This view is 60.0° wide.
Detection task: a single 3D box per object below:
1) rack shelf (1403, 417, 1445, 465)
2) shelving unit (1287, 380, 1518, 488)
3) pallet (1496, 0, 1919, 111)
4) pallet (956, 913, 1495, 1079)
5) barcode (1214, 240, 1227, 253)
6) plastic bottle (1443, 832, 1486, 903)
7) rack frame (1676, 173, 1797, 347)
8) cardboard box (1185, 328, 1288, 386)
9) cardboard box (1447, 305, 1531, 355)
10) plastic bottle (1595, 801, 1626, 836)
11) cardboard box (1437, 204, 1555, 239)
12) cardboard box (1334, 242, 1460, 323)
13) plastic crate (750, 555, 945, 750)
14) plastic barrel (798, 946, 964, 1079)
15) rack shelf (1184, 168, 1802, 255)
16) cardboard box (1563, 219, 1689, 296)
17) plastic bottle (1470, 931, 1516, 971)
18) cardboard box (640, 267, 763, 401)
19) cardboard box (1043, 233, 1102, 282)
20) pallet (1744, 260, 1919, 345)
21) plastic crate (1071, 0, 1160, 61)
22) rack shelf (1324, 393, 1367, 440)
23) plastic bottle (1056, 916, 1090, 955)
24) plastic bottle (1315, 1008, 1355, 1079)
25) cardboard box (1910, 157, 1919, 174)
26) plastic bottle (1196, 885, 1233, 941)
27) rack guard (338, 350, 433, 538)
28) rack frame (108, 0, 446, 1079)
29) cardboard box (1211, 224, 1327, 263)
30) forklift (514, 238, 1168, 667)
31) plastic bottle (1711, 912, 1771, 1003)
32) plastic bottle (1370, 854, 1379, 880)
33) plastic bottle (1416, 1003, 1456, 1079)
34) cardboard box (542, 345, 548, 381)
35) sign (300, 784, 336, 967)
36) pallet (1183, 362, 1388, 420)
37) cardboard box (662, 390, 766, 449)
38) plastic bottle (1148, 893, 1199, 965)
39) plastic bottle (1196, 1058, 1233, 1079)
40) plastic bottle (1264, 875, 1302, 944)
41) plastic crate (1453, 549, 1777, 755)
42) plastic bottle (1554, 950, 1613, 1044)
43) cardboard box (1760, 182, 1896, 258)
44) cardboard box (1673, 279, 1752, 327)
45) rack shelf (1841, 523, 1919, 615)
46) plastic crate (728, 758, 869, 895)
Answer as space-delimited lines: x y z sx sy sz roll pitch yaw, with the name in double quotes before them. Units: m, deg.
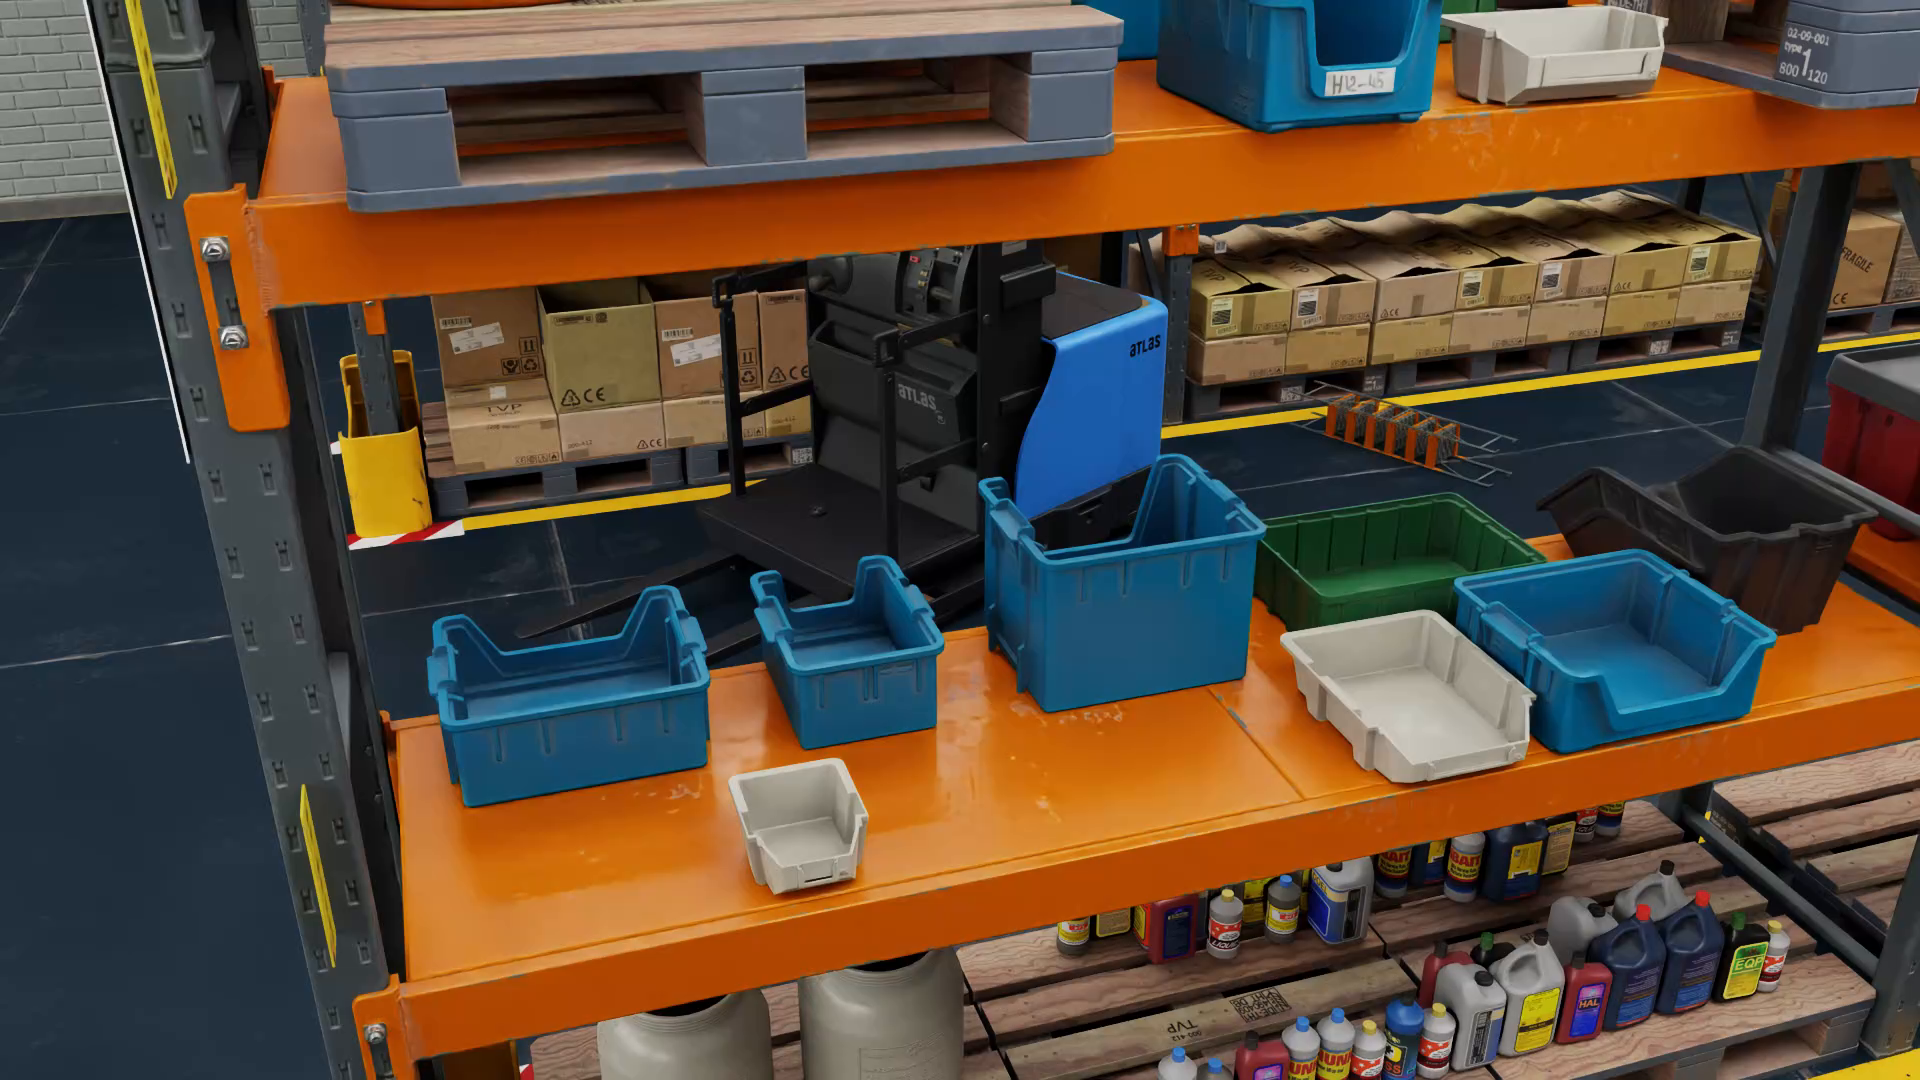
"rack shelf" 2.402 -0.516 8.567 0.103 0.180 0.258 24 35 39
"shelving unit" 2.285 -0.567 8.672 1.200 0.189 0.258 24 35 39
"pallet" 1.868 -1.193 3.620 1.003 0.211 1.213 -8 28 -16
"pallet" 0.710 1.418 4.656 1.213 0.211 1.003 -8 28 -16
"barcode" 1.365 -1.537 8.708 0.075 0.075 0.001 -8 28 -16
"plastic bottle" 1.527 0.957 5.023 0.097 0.271 0.097 0 26 0
"rack frame" 4.797 -2.721 9.857 0.127 3.000 1.000 -8 28 -16
"cardboard box" 1.454 -1.077 9.167 0.500 0.250 0.500 -9 28 -17
"cardboard box" 2.916 -1.289 9.594 0.500 0.250 0.500 -8 27 -15
"plastic bottle" 2.085 0.808 5.322 0.097 0.271 0.097 0 26 0
"cardboard box" 3.225 -1.835 10.063 0.500 0.311 0.500 -9 28 -17
"cardboard box" 2.433 -1.468 9.322 0.500 0.311 0.500 -9 28 -18
"plastic crate" -0.277 0.260 4.021 0.408 0.251 0.499 -8 28 -16
"plastic barrel" -0.201 1.210 4.265 0.421 0.512 0.421 0 26 0
"rack shelf" 2.895 -2.123 9.462 4.000 0.370 1.077 -8 28 -16
"cardboard box" 3.883 -1.678 9.746 0.500 0.311 0.500 -9 28 -17
"plastic bottle" 1.455 1.186 4.548 0.133 0.283 0.061 -8 28 -16
"cardboard box" -1.285 -1.035 8.239 0.500 0.500 0.500 -8 28 -16
"cardboard box" 0.456 -1.531 9.237 0.500 0.500 0.500 -8 28 -16
"pallet" 5.518 -1.559 10.652 1.213 0.211 1.003 -8 28 -16
"plastic crate" 0.440 -1.251 3.540 0.575 0.384 0.392 -8 28 -16
"rack shelf" 2.061 -0.664 8.872 0.103 0.180 0.258 24 35 39
"plastic bottle" 0.331 1.094 4.826 0.097 0.201 0.097 0 26 0
"plastic bottle" 0.962 1.322 4.288 0.097 0.271 0.097 0 26 0
"cardboard box" 6.637 -2.514 10.914 0.500 0.250 0.500 -9 28 -17
"plastic bottle" 0.711 1.018 4.894 0.135 0.276 0.152 -9 28 -18
"rack guard" -2.833 -0.496 8.187 0.348 0.500 1.175 -8 28 -16
"rack frame" -1.280 0.476 3.419 0.127 3.000 1.000 -8 28 -16
"cardboard box" 1.782 -1.629 9.647 0.500 0.311 0.500 -7 27 -15
"forklift" -0.442 -1.118 6.705 3.031 2.935 1.130 -24 35 -39
"plastic bottle" 2.169 1.150 4.620 0.133 0.283 0.061 -7 27 -14
"plastic bottle" 1.278 0.911 5.101 0.133 0.283 0.061 -7 27 -14
"plastic bottle" 1.252 1.311 4.388 0.097 0.201 0.097 0 26 0
"cardboard box" -1.920 -0.848 8.706 0.500 0.250 0.500 -8 28 -16
"sign" -1.113 0.585 2.887 0.005 0.325 0.100 -8 28 -16
"pallet" 1.682 -1.039 9.605 1.213 0.211 1.003 -8 28 -16
"cardboard box" -1.281 -0.695 8.396 0.500 0.250 0.500 -8 28 -16
"plastic bottle" 0.613 1.079 4.764 0.133 0.283 0.061 -8 28 -16
"plastic bottle" 0.639 1.400 4.209 0.097 0.201 0.097 0 26 0
"plastic bottle" 0.946 1.072 4.869 0.097 0.201 0.097 0 26 0
"plastic crate" 1.556 0.259 4.023 0.616 0.251 0.499 -8 28 -16
"plastic bottle" 1.676 1.221 4.476 0.133 0.283 0.061 -6 27 -13
"cardboard box" 5.613 -2.026 10.775 0.500 0.500 0.500 -7 27 -14
"cardboard box" 4.372 -1.502 10.022 0.500 0.250 0.500 -8 27 -15
"rack shelf" 4.425 -0.028 5.243 4.000 0.370 1.077 -8 28 -16
"plastic crate" -0.329 0.607 3.451 0.250 0.136 0.298 -8 28 -16
